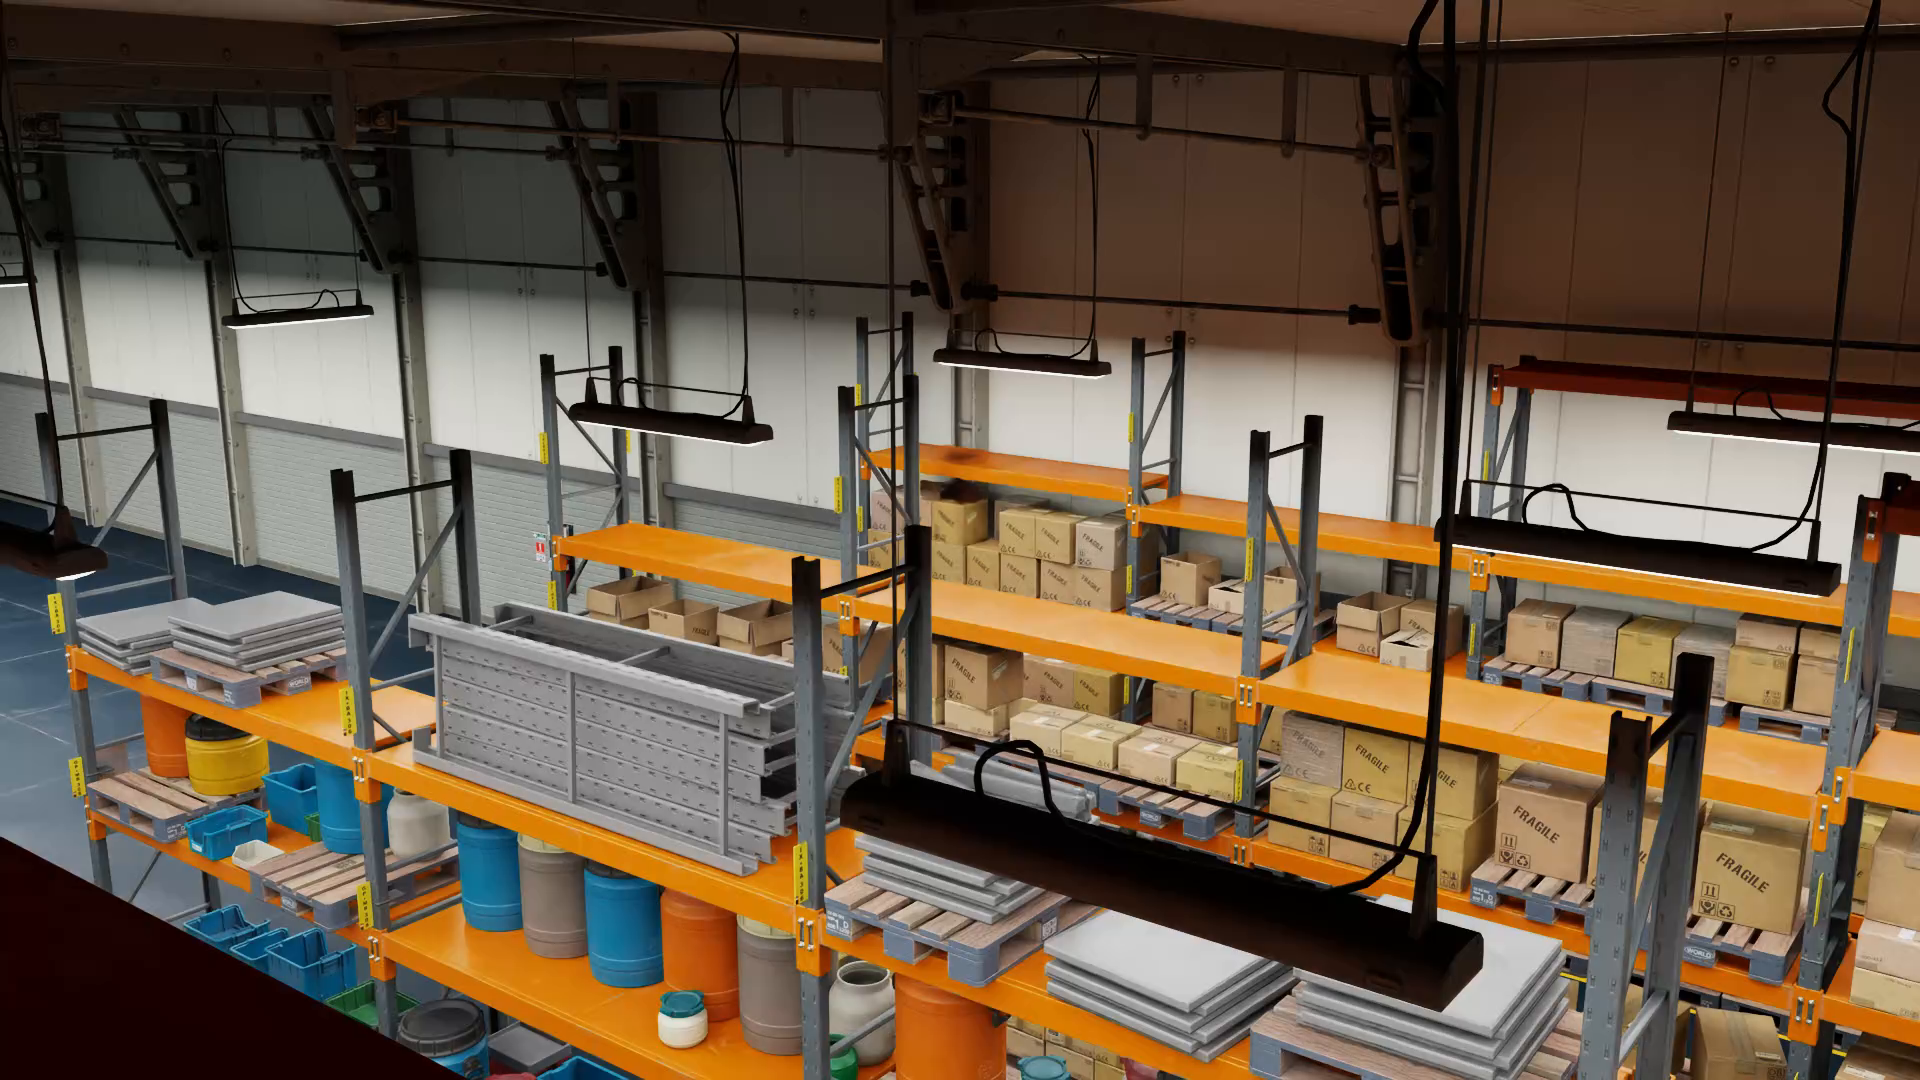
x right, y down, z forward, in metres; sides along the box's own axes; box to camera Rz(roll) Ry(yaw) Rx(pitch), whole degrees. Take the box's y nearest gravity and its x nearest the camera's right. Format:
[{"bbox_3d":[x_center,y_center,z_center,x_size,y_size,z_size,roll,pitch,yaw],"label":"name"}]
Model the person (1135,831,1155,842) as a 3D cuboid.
[{"bbox_3d":[1.761,3.566,16.181,0.502,1.668,0.440,6,14,25],"label":"person"}]
